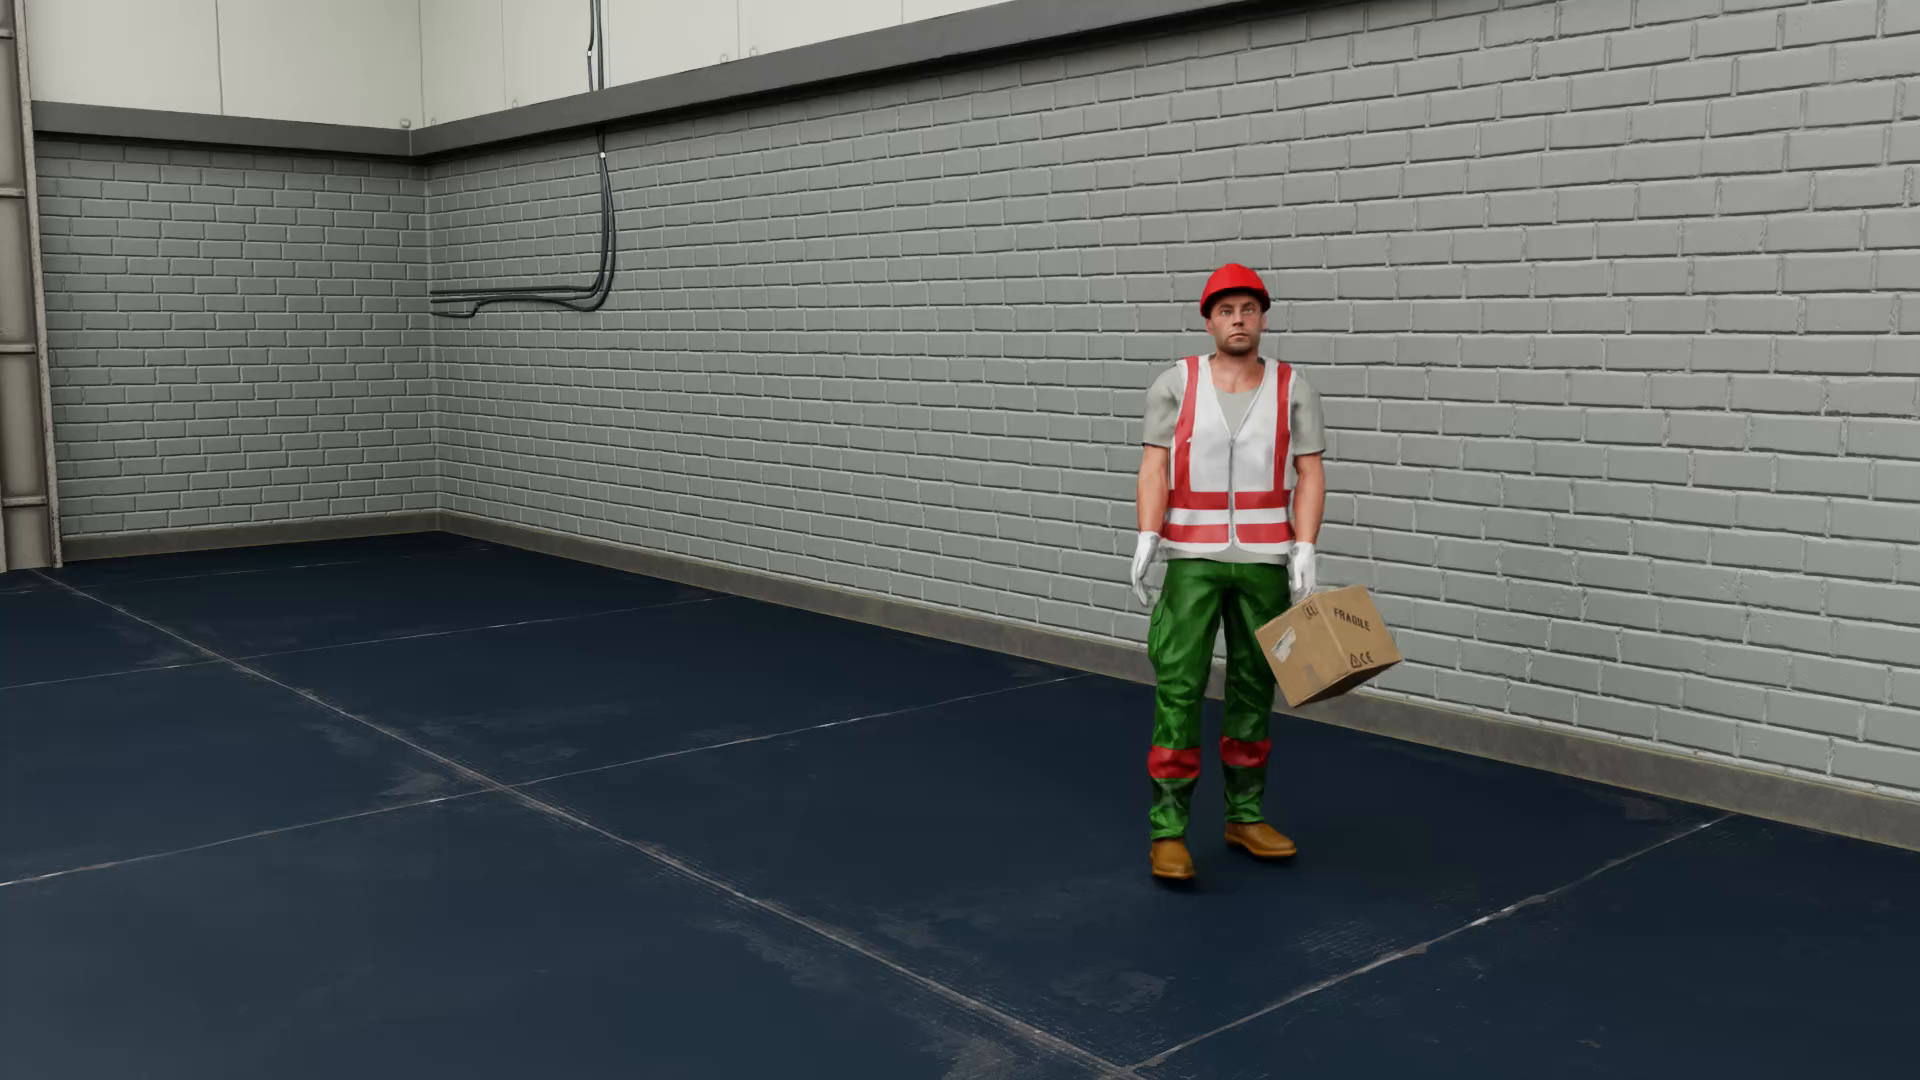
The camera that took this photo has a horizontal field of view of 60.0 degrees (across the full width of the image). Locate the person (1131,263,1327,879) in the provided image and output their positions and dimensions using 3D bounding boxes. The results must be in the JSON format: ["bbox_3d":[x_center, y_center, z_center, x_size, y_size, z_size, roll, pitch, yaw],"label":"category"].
[{"bbox_3d":[0.797,0.086,4.910,0.590,1.791,0.543,0,7,1],"label":"person"}]
